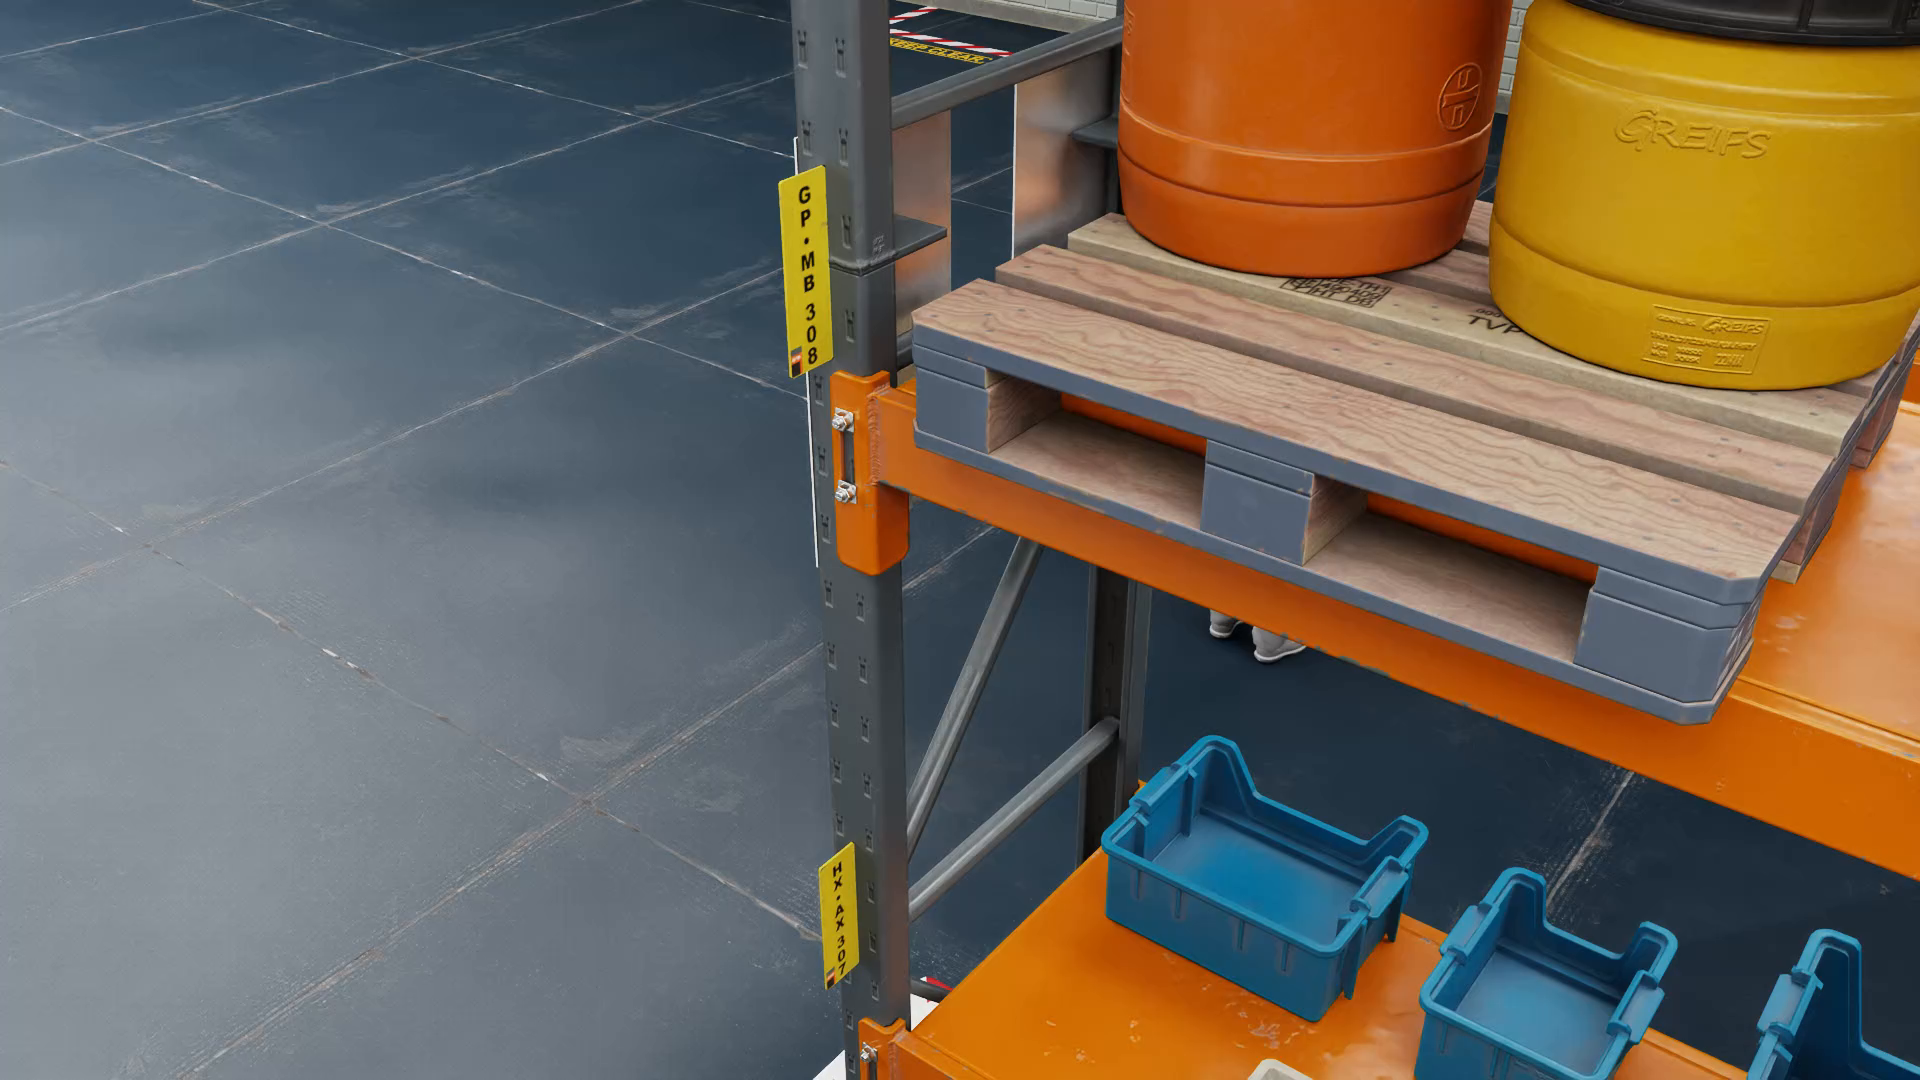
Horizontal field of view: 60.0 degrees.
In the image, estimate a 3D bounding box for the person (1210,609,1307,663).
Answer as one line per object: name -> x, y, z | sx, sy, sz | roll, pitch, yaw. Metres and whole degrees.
person -> 1.197, -0.298, 6.628 | 0.521, 1.659, 0.417 | 20, 37, 30
